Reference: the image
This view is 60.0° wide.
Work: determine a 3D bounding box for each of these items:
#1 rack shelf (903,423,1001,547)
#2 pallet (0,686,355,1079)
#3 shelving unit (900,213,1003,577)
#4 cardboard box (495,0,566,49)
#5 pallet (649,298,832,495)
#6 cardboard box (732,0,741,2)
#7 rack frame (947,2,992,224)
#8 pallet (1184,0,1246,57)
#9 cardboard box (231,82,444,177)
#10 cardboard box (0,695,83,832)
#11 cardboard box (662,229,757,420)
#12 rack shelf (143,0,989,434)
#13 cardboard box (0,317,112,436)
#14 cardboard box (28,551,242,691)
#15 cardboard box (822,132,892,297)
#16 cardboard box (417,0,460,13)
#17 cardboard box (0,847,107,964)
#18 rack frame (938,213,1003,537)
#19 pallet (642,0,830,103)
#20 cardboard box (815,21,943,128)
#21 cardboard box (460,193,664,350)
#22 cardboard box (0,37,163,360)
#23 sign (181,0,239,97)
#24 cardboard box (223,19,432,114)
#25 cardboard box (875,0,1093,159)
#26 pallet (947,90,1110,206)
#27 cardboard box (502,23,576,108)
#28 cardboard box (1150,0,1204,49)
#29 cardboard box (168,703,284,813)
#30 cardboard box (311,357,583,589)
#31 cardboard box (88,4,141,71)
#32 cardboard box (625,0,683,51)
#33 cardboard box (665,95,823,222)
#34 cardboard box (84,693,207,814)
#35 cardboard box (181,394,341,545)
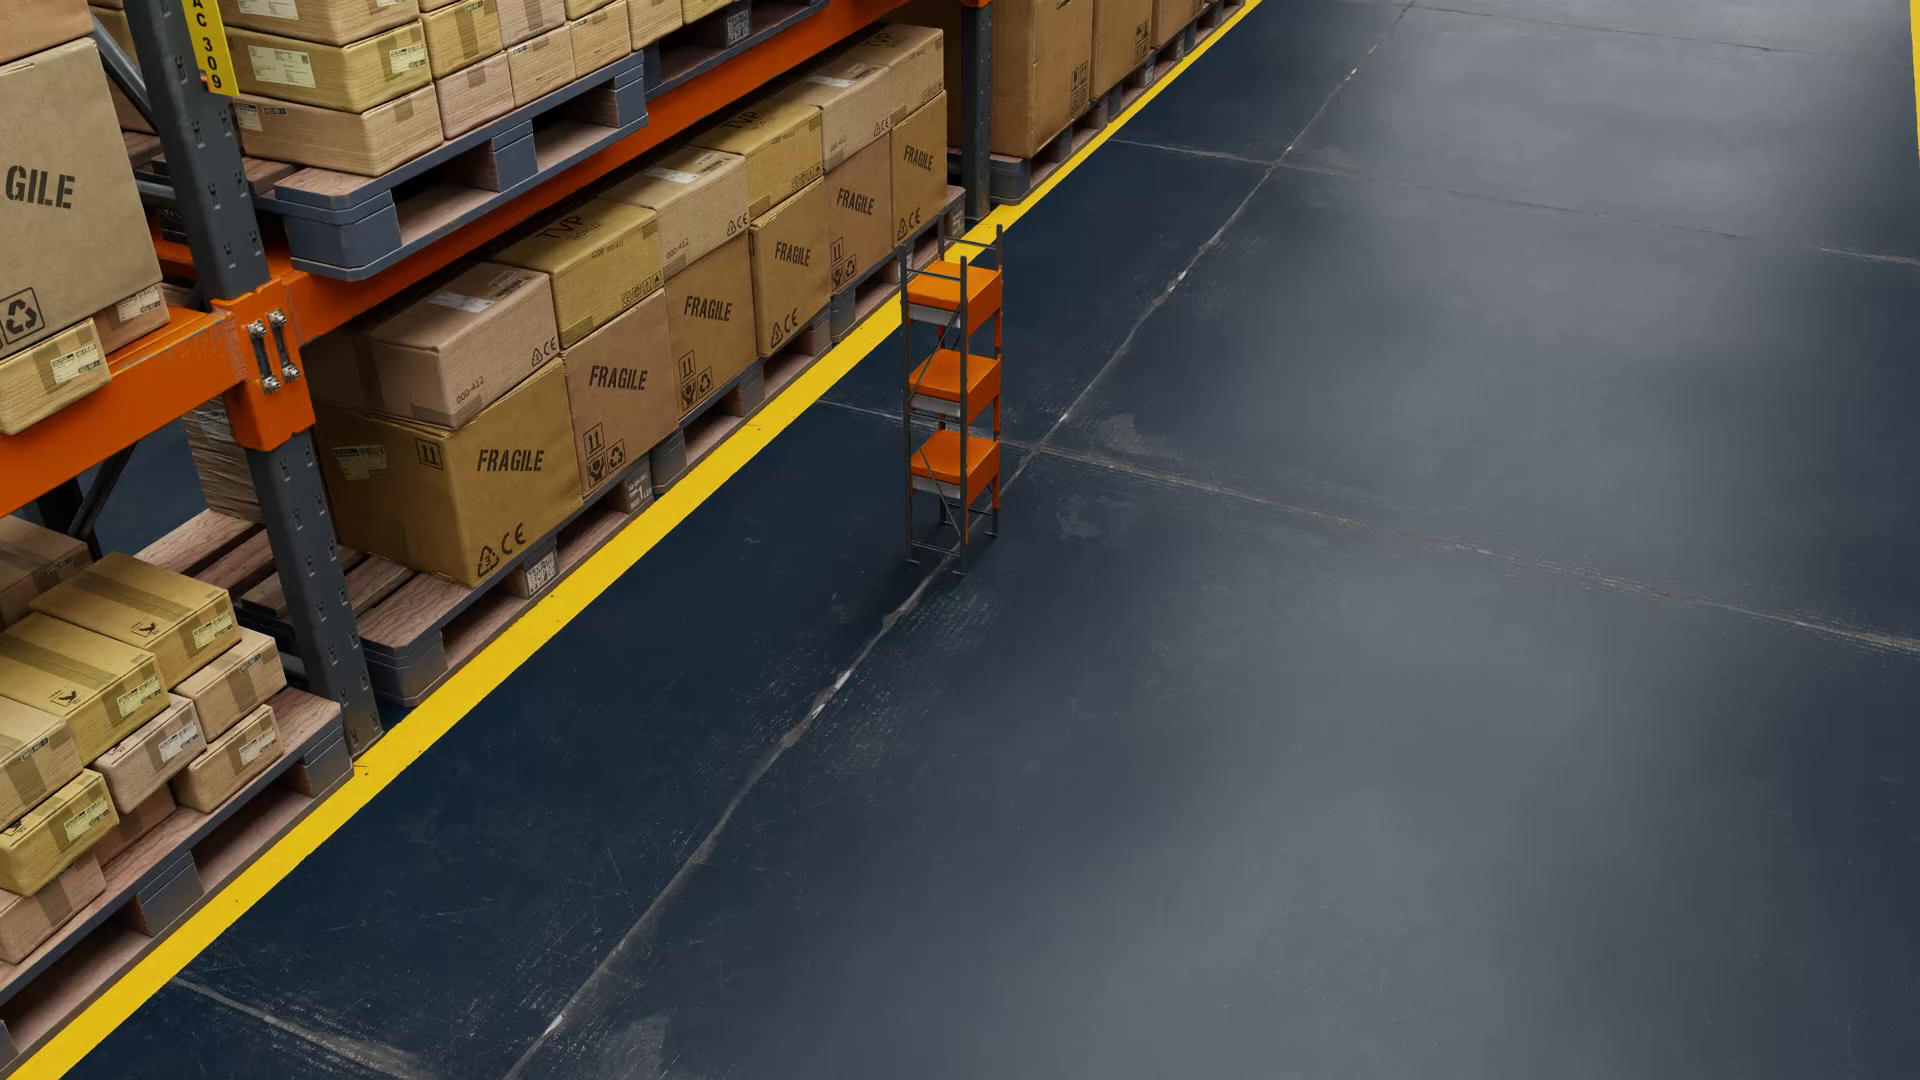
[{"bbox_3d":[-0.022,-0.171,5.080,0.215,0.259,0.240,14,36,20],"label":"rack shelf"},{"bbox_3d":[-2.267,0.695,3.998,1.003,0.211,1.213,14,36,20],"label":"pallet"},{"bbox_3d":[-0.022,-0.412,4.921,0.215,1.050,0.252,14,36,20],"label":"shelving unit"},{"bbox_3d":[-1.221,-1.358,4.160,0.380,0.149,0.250,15,36,22],"label":"cardboard box"},{"bbox_3d":[-1.185,-0.646,6.042,1.003,0.211,1.213,14,36,20],"label":"pallet"},{"bbox_3d":[-0.786,-1.751,5.032,0.380,0.149,0.250,13,35,18],"label":"cardboard box"},{"bbox_3d":[-0.345,-2.806,6.794,1.000,3.000,0.127,14,36,20],"label":"rack frame"},{"bbox_3d":[1.074,-3.231,9.984,1.003,0.211,1.213,14,36,20],"label":"pallet"},{"bbox_3d":[-1.436,-0.975,3.848,0.380,0.149,0.250,12,35,18],"label":"cardboard box"},{"bbox_3d":[-2.099,0.453,3.498,0.380,0.149,0.250,14,36,20],"label":"cardboard box"},{"bbox_3d":[-1.041,-0.779,5.600,0.500,0.500,0.500,15,36,21],"label":"cardboard box"},{"bbox_3d":[-1.182,-1.509,5.472,1.077,0.370,4.000,14,36,20],"label":"rack shelf"},{"bbox_3d":[-1.934,-0.360,3.292,0.380,0.149,0.250,13,36,19],"label":"cardboard box"},{"bbox_3d":[-1.931,0.191,3.898,0.380,0.149,0.250,15,36,22],"label":"cardboard box"},{"bbox_3d":[-0.603,-1.291,6.380,0.500,0.500,0.500,16,36,22],"label":"cardboard box"},{"bbox_3d":[-1.325,-1.364,3.899,0.380,0.149,0.250,15,36,22],"label":"cardboard box"},{"bbox_3d":[-2.109,0.733,3.614,0.380,0.149,0.250,13,35,19],"label":"cardboard box"},{"bbox_3d":[0.029,-0.473,5.014,0.200,1.050,0.008,14,36,20],"label":"rack frame"},{"bbox_3d":[-1.136,-1.731,5.329,1.003,0.211,1.213,14,36,20],"label":"pallet"},{"bbox_3d":[-0.393,-1.849,6.547,0.500,0.250,0.500,13,36,19],"label":"cardboard box"},{"bbox_3d":[-1.249,-0.831,4.995,0.500,0.250,0.500,15,36,22],"label":"cardboard box"},{"bbox_3d":[-1.964,-0.674,3.181,0.500,0.500,0.500,14,36,21],"label":"cardboard box"},{"bbox_3d":[-1.522,-1.055,3.334,0.100,0.325,0.005,14,36,20],"label":"sign"},{"bbox_3d":[-1.436,-1.100,3.766,0.380,0.149,0.250,15,36,21],"label":"cardboard box"},{"bbox_3d":[-0.008,-2.324,7.727,1.050,0.750,0.750,14,36,20],"label":"cardboard box"},{"bbox_3d":[0.054,-2.015,8.131,1.003,0.211,1.213,14,36,20],"label":"pallet"},{"bbox_3d":[-1.217,-1.238,4.249,0.380,0.149,0.250,14,36,21],"label":"cardboard box"},{"bbox_3d":[0.744,-3.224,9.100,1.050,0.750,0.750,14,36,20],"label":"cardboard box"},{"bbox_3d":[-1.873,0.476,4.005,0.380,0.149,0.250,15,36,21],"label":"cardboard box"},{"bbox_3d":[-1.468,-0.251,4.795,0.500,0.500,0.500,16,36,22],"label":"cardboard box"},{"bbox_3d":[-2.031,-1.252,3.999,0.380,0.149,0.250,15,36,22],"label":"cardboard box"},{"bbox_3d":[-1.005,-1.490,4.633,0.380,0.149,0.250,13,35,18],"label":"cardboard box"},{"bbox_3d":[-0.821,-1.346,5.780,0.500,0.250,0.500,15,36,22],"label":"cardboard box"},{"bbox_3d":[-1.963,0.446,3.780,0.380,0.149,0.250,12,35,18],"label":"cardboard box"},{"bbox_3d":[-1.937,-0.371,4.976,0.500,0.500,0.500,13,36,20],"label":"cardboard box"}]
